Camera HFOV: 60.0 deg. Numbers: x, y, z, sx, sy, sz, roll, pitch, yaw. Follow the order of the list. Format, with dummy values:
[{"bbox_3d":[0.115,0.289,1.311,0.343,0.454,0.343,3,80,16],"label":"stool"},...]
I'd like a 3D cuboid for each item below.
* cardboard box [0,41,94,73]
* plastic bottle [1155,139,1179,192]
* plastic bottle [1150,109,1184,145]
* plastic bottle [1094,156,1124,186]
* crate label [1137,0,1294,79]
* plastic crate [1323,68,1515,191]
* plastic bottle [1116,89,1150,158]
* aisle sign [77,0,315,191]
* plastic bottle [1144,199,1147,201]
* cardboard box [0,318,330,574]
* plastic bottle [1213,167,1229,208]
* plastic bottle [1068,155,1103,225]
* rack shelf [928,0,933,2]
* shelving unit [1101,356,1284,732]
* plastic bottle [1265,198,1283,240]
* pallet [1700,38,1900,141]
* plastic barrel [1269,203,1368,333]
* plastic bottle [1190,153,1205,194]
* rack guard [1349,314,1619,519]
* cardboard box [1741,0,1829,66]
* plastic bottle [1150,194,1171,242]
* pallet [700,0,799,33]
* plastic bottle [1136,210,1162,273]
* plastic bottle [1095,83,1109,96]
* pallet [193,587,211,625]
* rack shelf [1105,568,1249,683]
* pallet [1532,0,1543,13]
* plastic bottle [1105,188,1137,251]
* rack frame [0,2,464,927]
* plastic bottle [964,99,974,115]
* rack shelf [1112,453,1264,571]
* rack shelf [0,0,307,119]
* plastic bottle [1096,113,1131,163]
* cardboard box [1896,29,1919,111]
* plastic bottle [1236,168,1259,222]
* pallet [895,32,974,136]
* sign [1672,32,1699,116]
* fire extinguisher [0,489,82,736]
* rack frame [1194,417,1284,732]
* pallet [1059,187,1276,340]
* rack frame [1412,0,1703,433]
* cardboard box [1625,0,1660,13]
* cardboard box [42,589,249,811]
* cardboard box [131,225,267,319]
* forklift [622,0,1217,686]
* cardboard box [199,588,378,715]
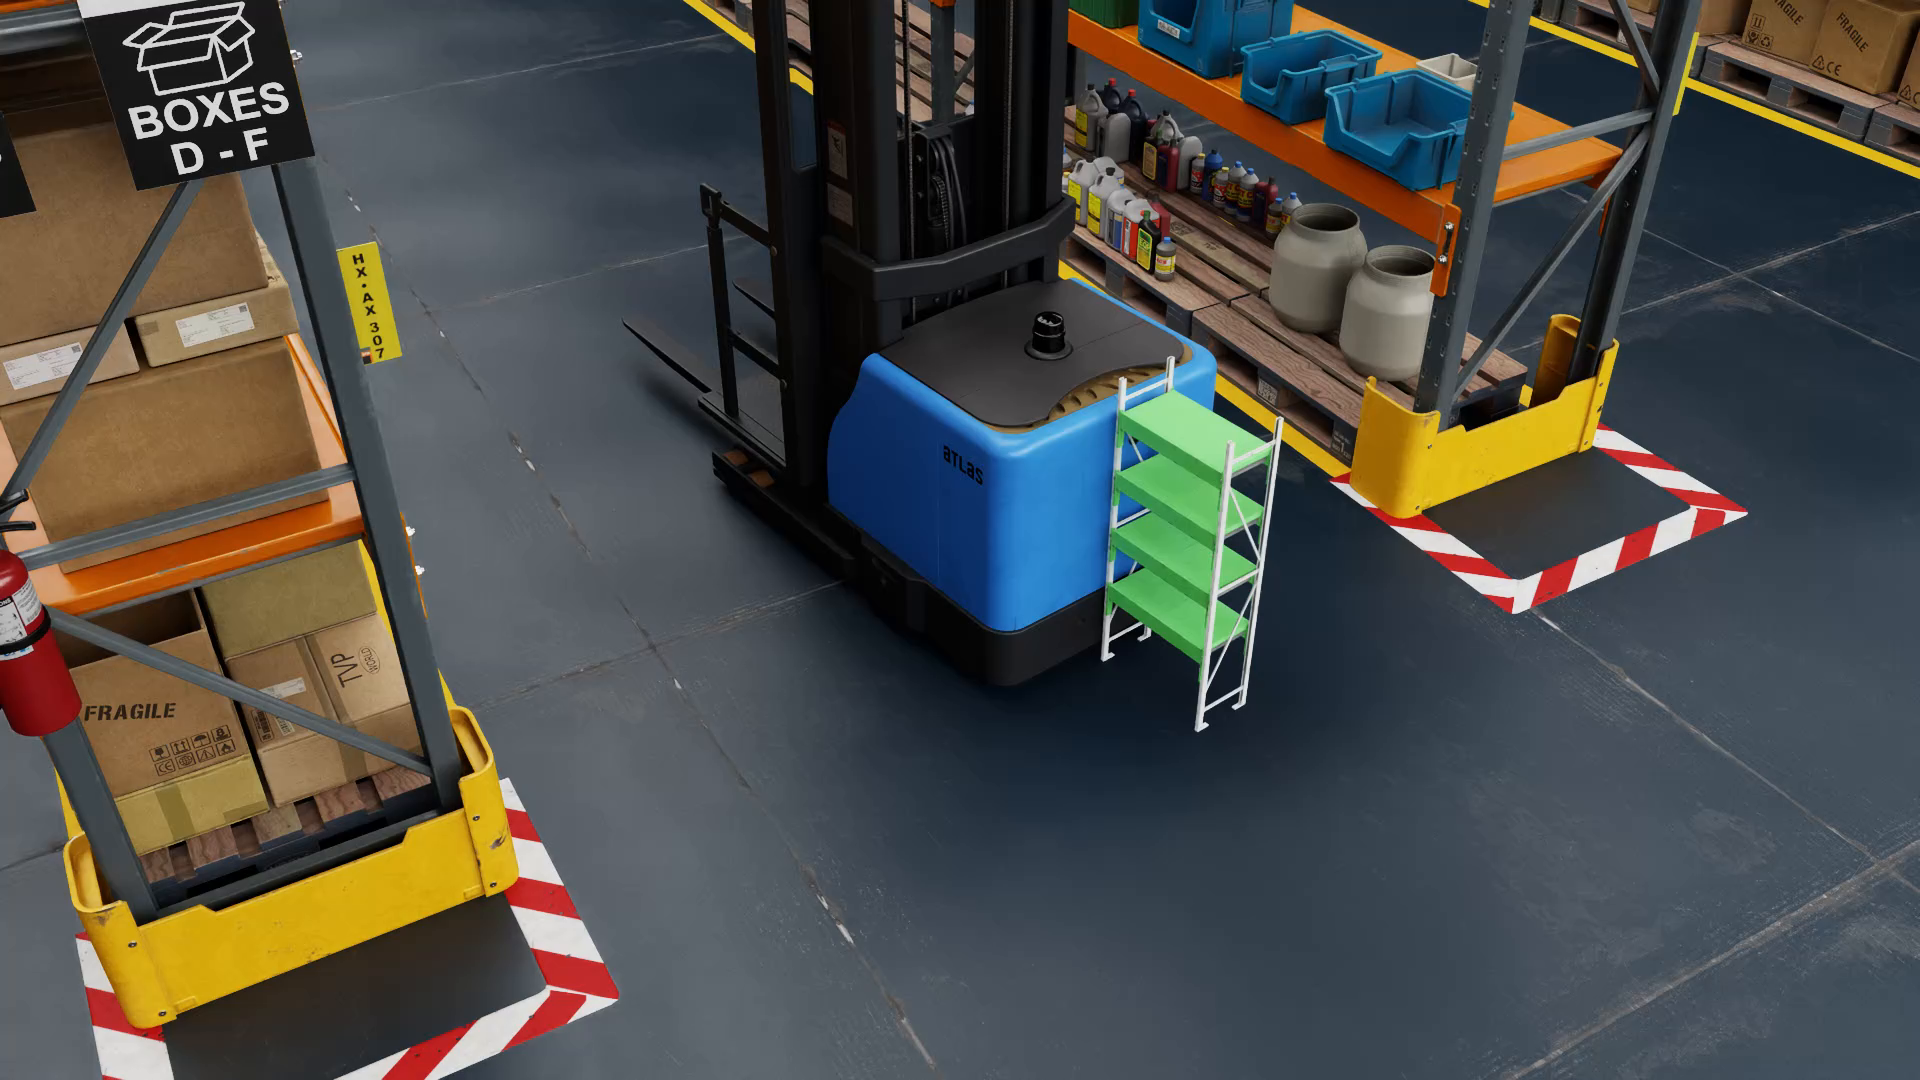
[{"bbox_3d":[-2.502,-1.155,4.603,0.700,0.500,0.500,-20,41,-25],"label":"cardboard box"},{"bbox_3d":[1.110,-2.020,8.903,0.061,0.283,0.133,-19,40,-24],"label":"plastic bottle"},{"bbox_3d":[1.124,-2.163,9.041,0.144,0.351,0.185,-19,40,-24],"label":"plastic bottle"},{"bbox_3d":[0.763,-1.848,8.673,0.152,0.276,0.135,-19,40,-24],"label":"plastic bottle"},{"bbox_3d":[1.144,-2.394,7.454,0.502,0.435,0.616,-19,40,-24],"label":"crate label"},{"bbox_3d":[1.792,-1.627,6.561,0.499,0.251,0.616,-19,40,-24],"label":"plastic crate"},{"bbox_3d":[0.962,-2.328,9.267,0.144,0.351,0.185,-21,41,-26],"label":"plastic bottle"},{"bbox_3d":[-1.685,-1.162,3.594,0.394,0.787,0.004,-19,40,-24],"label":"aisle sign"},{"bbox_3d":[0.926,-1.629,8.437,0.097,0.201,0.097,0,36,0],"label":"plastic bottle"},{"bbox_3d":[-2.206,-0.337,4.584,0.700,0.500,0.500,-19,40,-24],"label":"cardboard box"},{"bbox_3d":[1.388,-1.862,8.756,0.097,0.201,0.097,0,36,0],"label":"plastic bottle"},{"bbox_3d":[0.648,-1.821,8.573,0.144,0.351,0.185,-19,40,-24],"label":"plastic bottle"},{"bbox_3d":[-0.712,-4.290,10.691,1.077,0.370,4.000,-19,40,-24],"label":"rack shelf"},{"bbox_3d":[0.770,0.029,5.693,0.258,1.200,0.503,-25,43,-30],"label":"shelving unit"},{"bbox_3d":[1.609,-1.638,8.449,0.097,0.201,0.097,0,36,0],"label":"plastic bottle"},{"bbox_3d":[5.560,-2.948,10.607,1.003,0.211,1.213,-19,40,-24],"label":"pallet"},{"bbox_3d":[1.654,-1.254,7.678,0.421,0.512,0.421,0,36,0],"label":"plastic barrel"},{"bbox_3d":[1.285,-1.967,8.899,0.097,0.201,0.097,0,36,0],"label":"plastic bottle"},{"bbox_3d":[2.223,-0.536,7.060,1.175,0.500,0.348,-19,40,-24],"label":"rack guard"},{"bbox_3d":[5.416,-3.390,10.611,0.500,0.500,0.500,-23,42,-28],"label":"cardboard box"},{"bbox_3d":[0.989,-1.577,8.296,0.061,0.283,0.133,-19,40,-24],"label":"plastic bottle"},{"bbox_3d":[-1.361,-4.068,12.141,1.003,0.211,1.213,-19,40,-24],"label":"pallet"},{"bbox_3d":[0.926,-1.463,8.139,0.061,0.283,0.133,-18,40,-23],"label":"plastic bottle"},{"bbox_3d":[0.819,-2.494,9.551,0.061,0.283,0.133,-17,39,-22],"label":"plastic bottle"},{"bbox_3d":[-3.012,0.072,6.472,1.003,0.211,1.213,-19,40,-24],"label":"pallet"},{"bbox_3d":[0.770,0.275,5.872,0.258,0.148,0.480,-25,43,-30],"label":"rack shelf"},{"bbox_3d":[4.183,-4.299,12.457,1.003,0.211,1.213,-19,40,-24],"label":"pallet"},{"bbox_3d":[0.828,-1.613,8.351,0.152,0.276,0.135,-20,41,-25],"label":"plastic bottle"},{"bbox_3d":[-1.983,-0.055,4.282,1.000,3.000,0.127,-19,40,-24],"label":"rack frame"},{"bbox_3d":[0.074,-2.344,9.357,0.097,0.271,0.097,0,36,0],"label":"plastic bottle"},{"bbox_3d":[0.770,-0.113,5.589,0.258,0.148,0.480,-25,43,-30],"label":"rack shelf"},{"bbox_3d":[-2.987,-1.996,5.006,1.077,0.370,4.000,-19,40,-24],"label":"rack shelf"},{"bbox_3d":[0.846,-2.241,9.211,0.152,0.276,0.135,-19,40,-24],"label":"plastic bottle"},{"bbox_3d":[5.955,-2.767,9.758,0.500,0.500,0.500,-9,37,-12],"label":"cardboard box"},{"bbox_3d":[1.489,-1.789,8.596,0.097,0.271,0.097,0,36,0],"label":"plastic bottle"},{"bbox_3d":[-0.136,-2.824,10.437,1.003,0.211,1.213,-19,40,-24],"label":"pallet"},{"bbox_3d":[2.780,-1.794,6.428,0.100,0.325,0.005,-19,40,-24],"label":"sign"},{"bbox_3d":[-2.325,0.174,4.034,0.296,0.674,0.183,-19,40,-24],"label":"fire extinguisher"},{"bbox_3d":[0.922,0.142,5.539,0.240,1.200,0.015,-25,43,-30],"label":"rack frame"},{"bbox_3d":[1.211,-1.457,8.566,1.003,0.211,1.213,-19,40,-24],"label":"pallet"},{"bbox_3d":[2.302,-1.521,6.289,1.000,3.000,0.127,-19,40,-24],"label":"rack frame"},{"bbox_3d":[4.741,-3.973,11.410,0.500,0.500,0.500,-20,41,-25],"label":"cardboard box"},{"bbox_3d":[-2.509,0.398,5.002,0.500,0.500,0.500,-19,40,-24],"label":"cardboard box"},{"bbox_3d":[-2.128,-0.755,4.606,0.380,0.149,0.250,-20,41,-25],"label":"cardboard box"},{"bbox_3d":[-0.387,-1.471,6.279,1.130,2.935,3.031,-25,43,-30],"label":"forklift"},{"bbox_3d":[-2.314,0.292,5.782,0.500,0.250,0.500,-19,40,-24],"label":"cardboard box"}]
